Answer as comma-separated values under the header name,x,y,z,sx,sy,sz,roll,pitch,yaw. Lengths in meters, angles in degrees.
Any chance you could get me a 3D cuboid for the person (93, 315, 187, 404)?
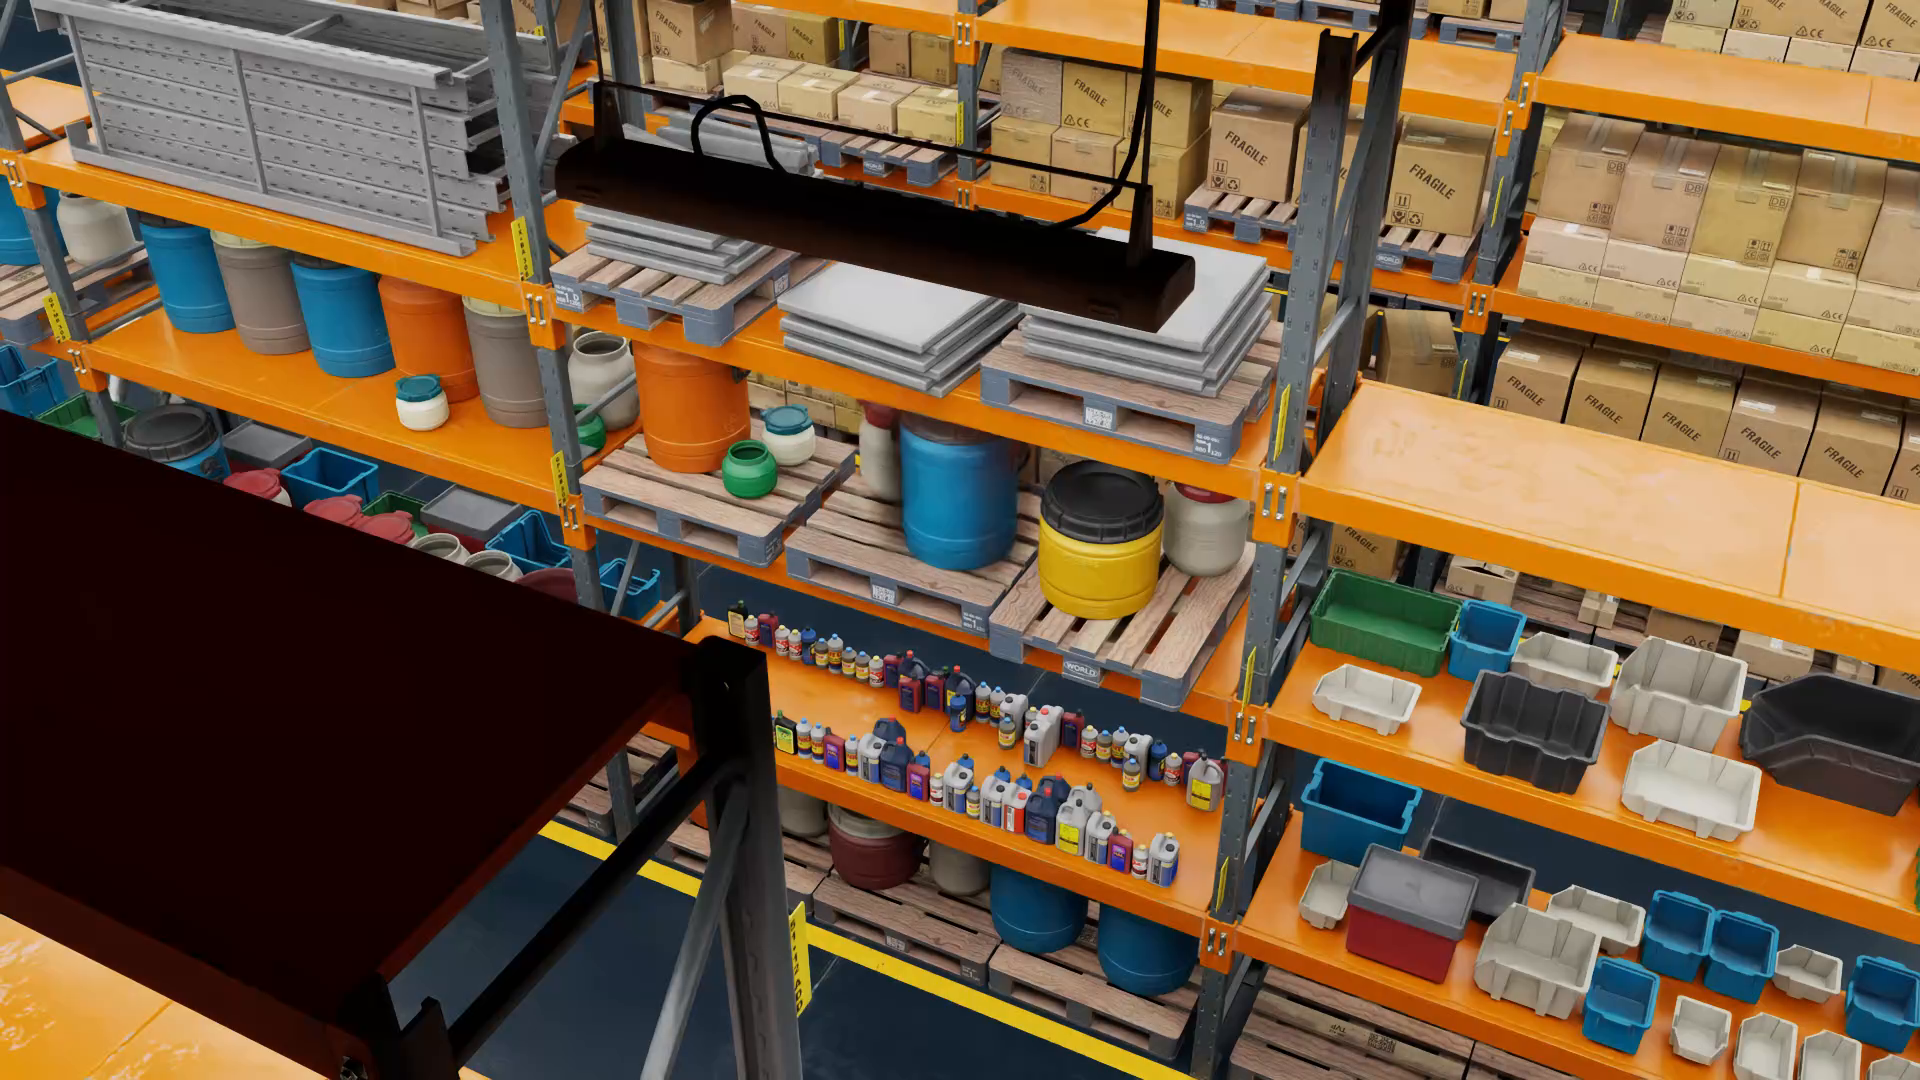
name,x,y,z,sx,sy,sz,roll,pitch,yaw
person,-7.600,-1.819,14.938,0.993,1.701,0.564,-5,35,-8
